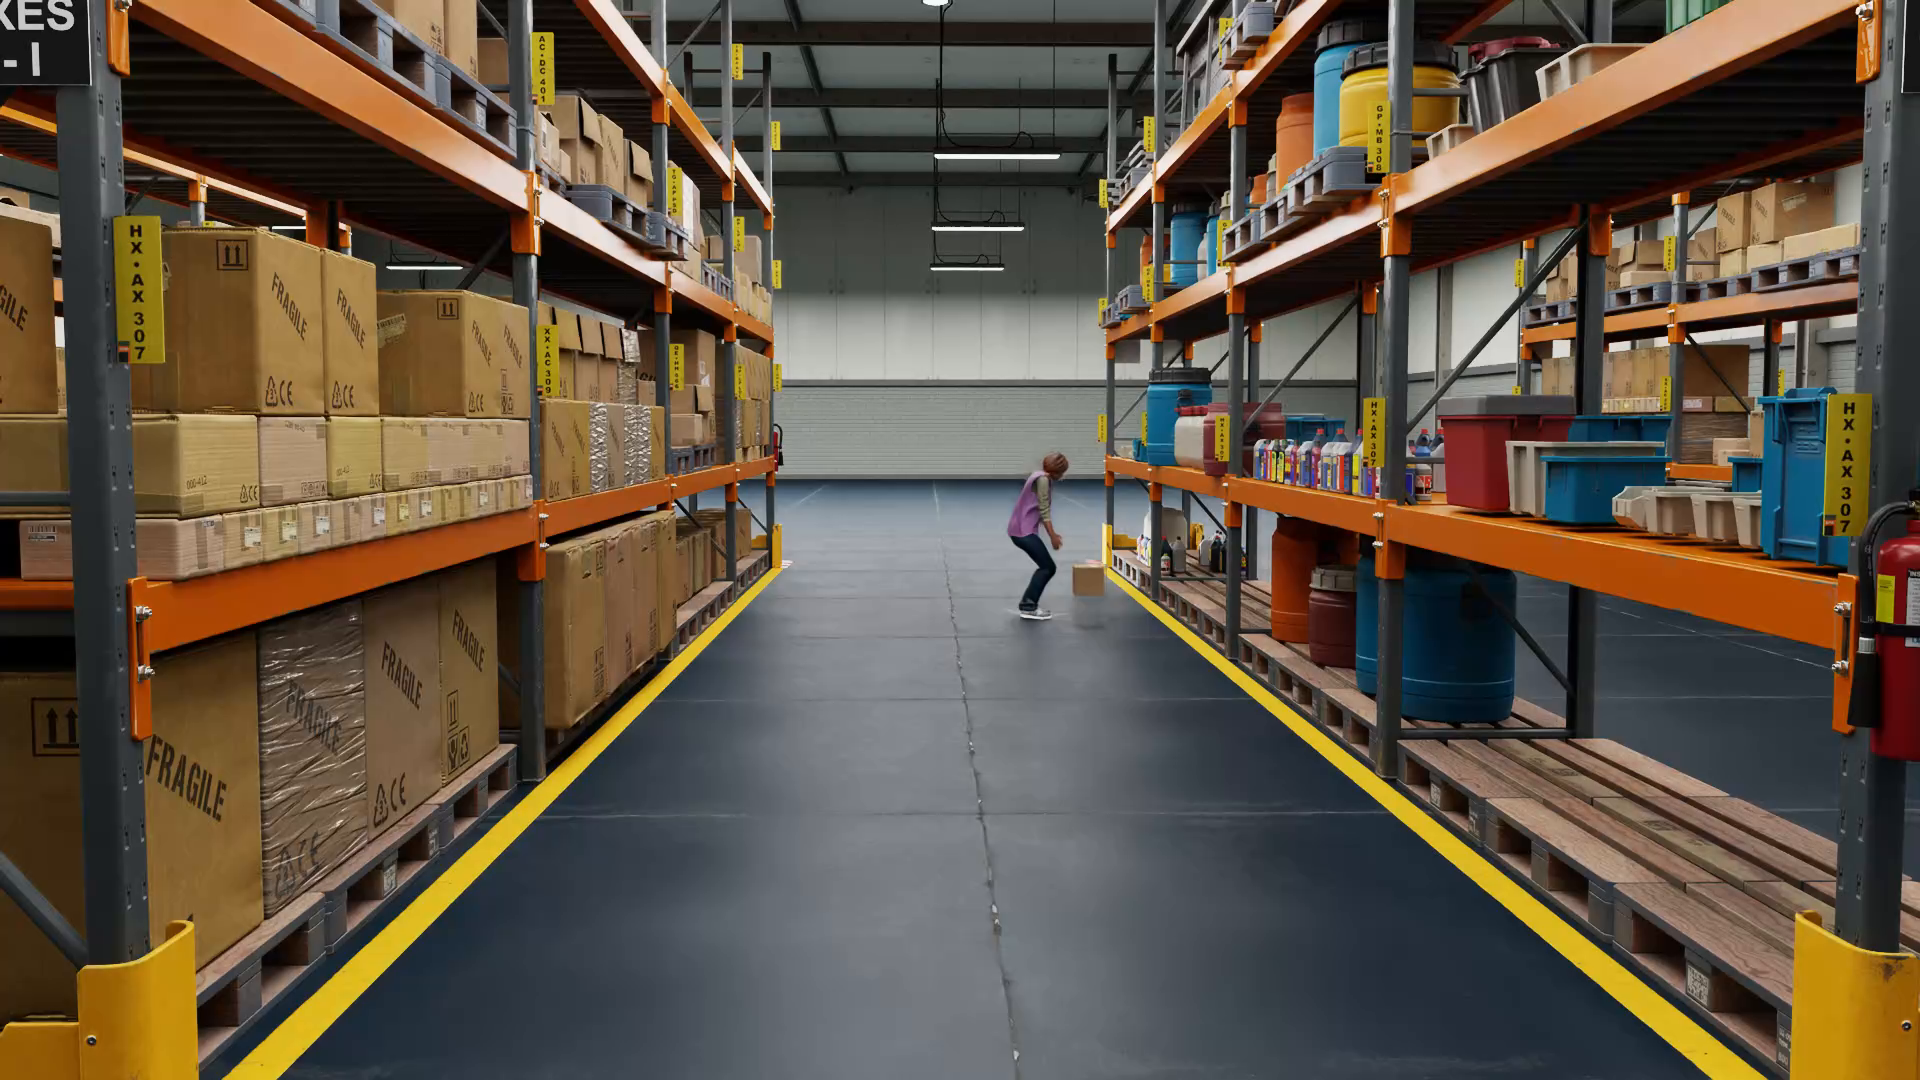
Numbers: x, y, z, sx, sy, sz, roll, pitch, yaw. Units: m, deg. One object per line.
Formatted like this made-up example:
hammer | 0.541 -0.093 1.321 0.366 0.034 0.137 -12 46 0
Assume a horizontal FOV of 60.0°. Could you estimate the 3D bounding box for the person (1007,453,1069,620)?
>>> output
person | 0.674 -0.030 14.471 0.540 1.429 0.454 0 4 -1
